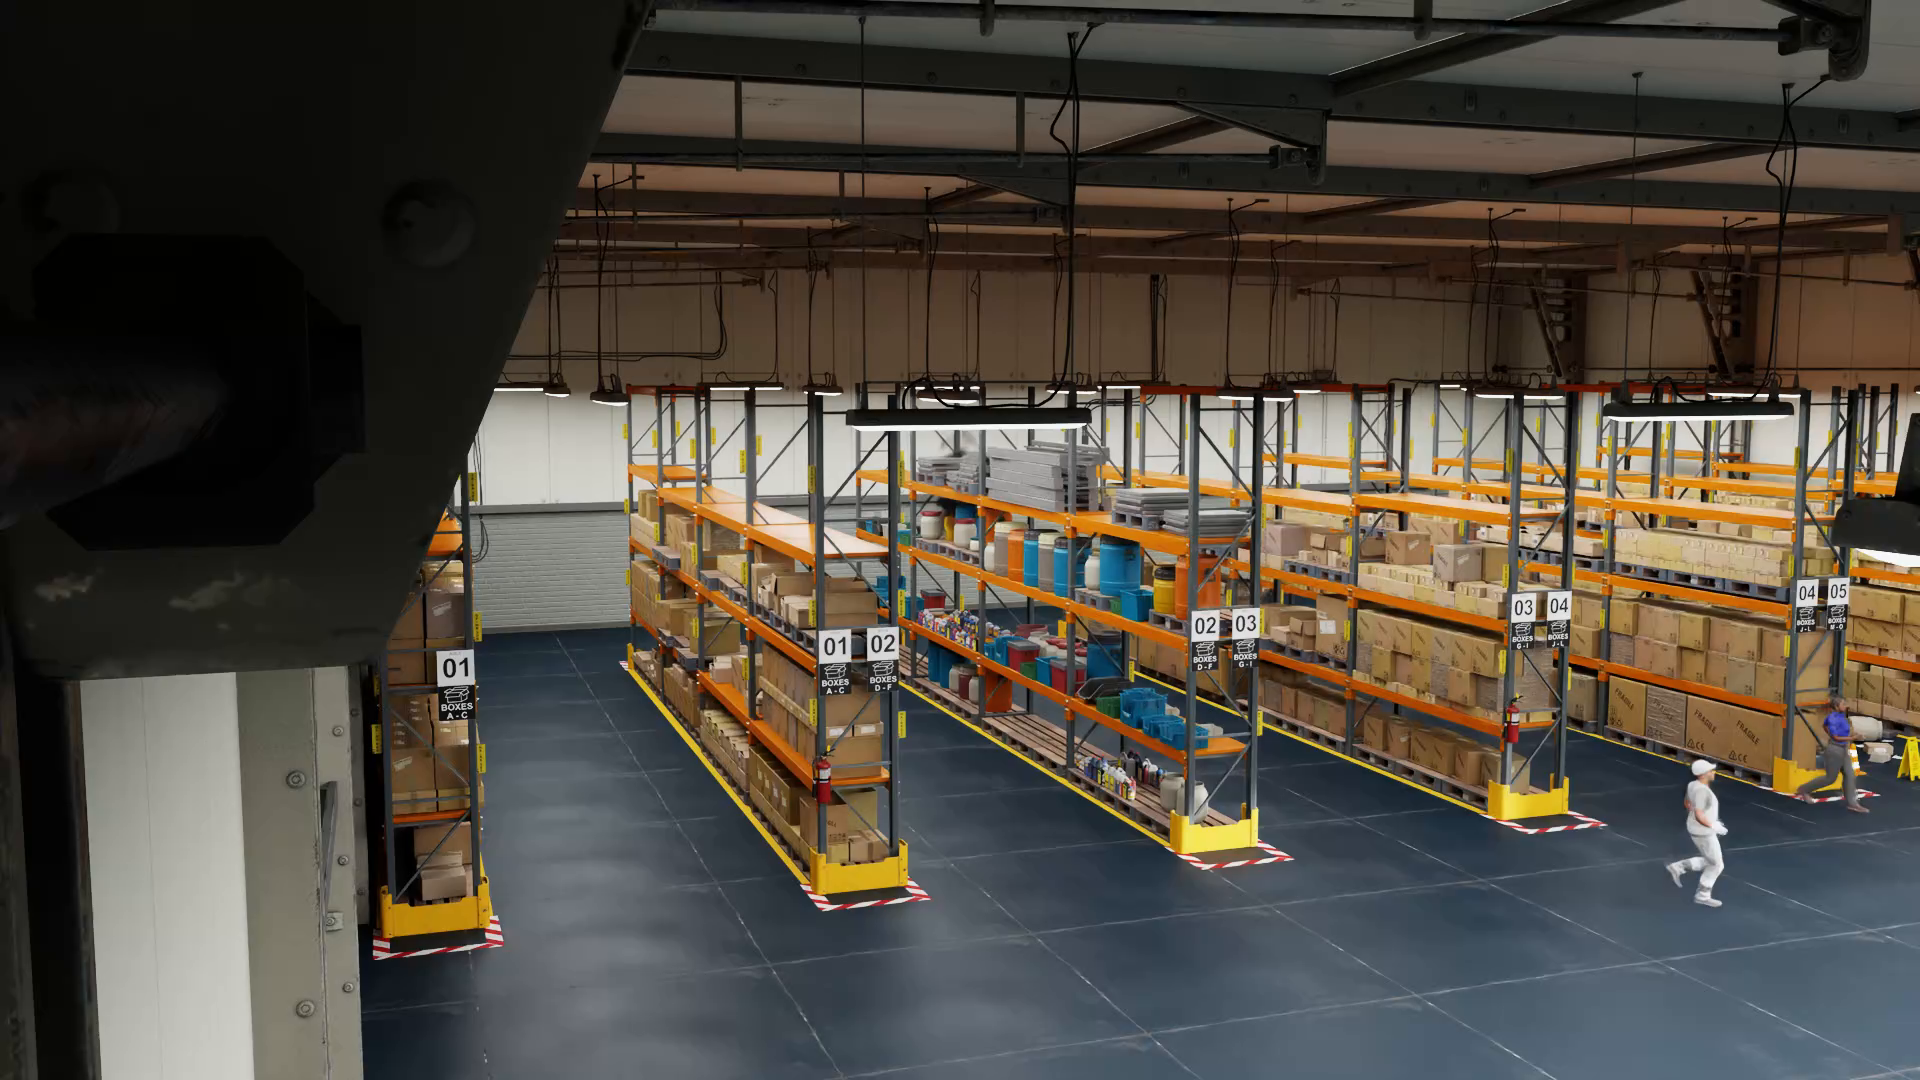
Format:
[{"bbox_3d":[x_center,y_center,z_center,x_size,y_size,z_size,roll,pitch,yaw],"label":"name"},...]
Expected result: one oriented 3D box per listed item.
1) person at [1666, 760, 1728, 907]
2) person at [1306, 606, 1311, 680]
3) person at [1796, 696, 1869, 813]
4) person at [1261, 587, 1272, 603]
[{"bbox_3d":[8.698,3.449,19.619,0.615,1.745,0.656,1,6,14],"label":"person"},{"bbox_3d":[6.757,2.149,32.522,0.582,1.726,0.775,-2,6,-22],"label":"person"},{"bbox_3d":[12.516,3.044,23.772,0.929,1.635,0.581,4,7,36],"label":"person"},{"bbox_3d":[7.559,1.287,41.432,0.515,1.540,0.600,3,7,25],"label":"person"}]
